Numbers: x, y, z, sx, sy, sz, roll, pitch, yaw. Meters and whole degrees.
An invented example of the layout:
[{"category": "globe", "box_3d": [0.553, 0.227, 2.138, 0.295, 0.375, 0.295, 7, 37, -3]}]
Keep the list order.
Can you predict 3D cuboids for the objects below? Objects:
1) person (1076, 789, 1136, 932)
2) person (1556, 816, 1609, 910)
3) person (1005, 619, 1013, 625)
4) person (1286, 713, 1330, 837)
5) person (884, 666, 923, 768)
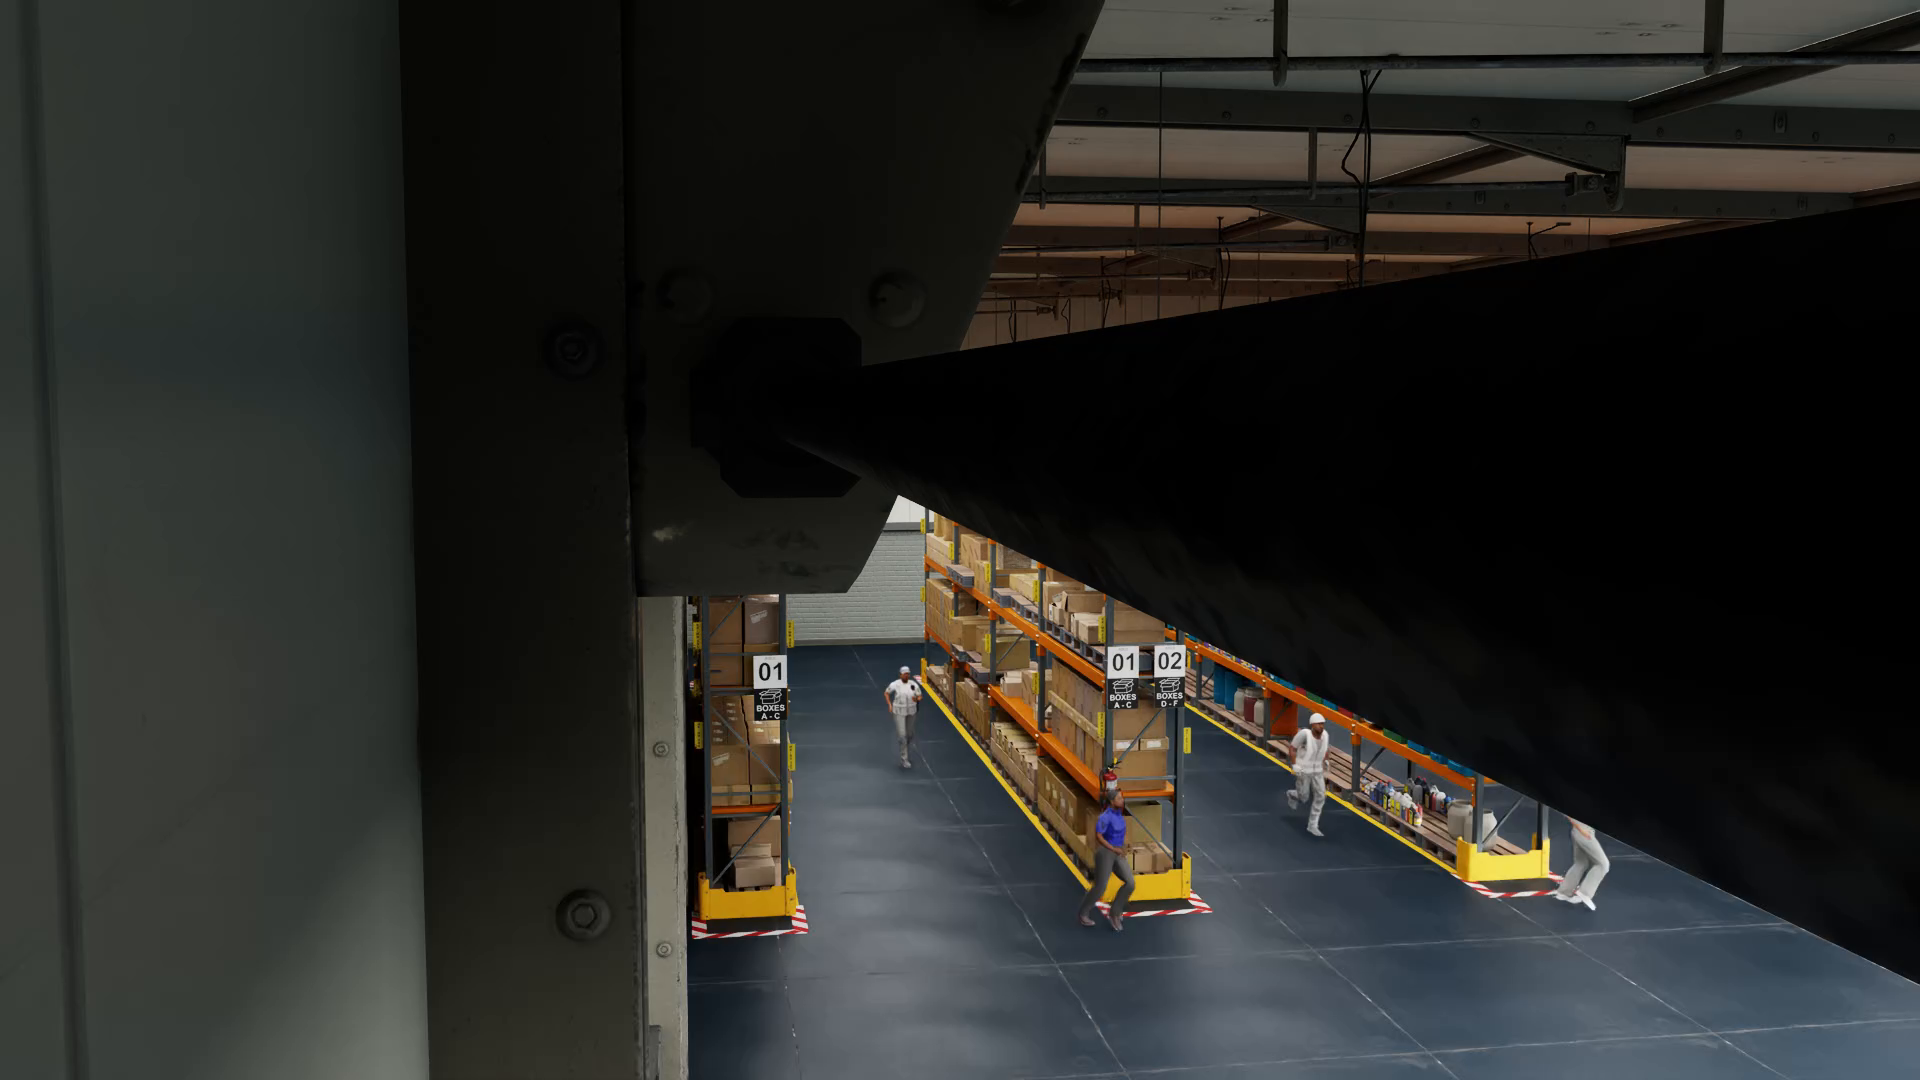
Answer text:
[{"category": "person", "box_3d": [1.792, 3.791, 19.793, 0.665, 1.659, 0.653, 4, 6, 38]}, {"category": "person", "box_3d": [7.711, 3.700, 20.481, 0.661, 1.687, 0.546, 1, 5, 13]}, {"category": "person", "box_3d": [1.094, 1.944, 37.497, 0.877, 1.703, 0.581, 4, 7, 40]}, {"category": "person", "box_3d": [5.066, 3.317, 24.132, 0.688, 1.672, 0.828, -2, 5, -19]}, {"category": "person", "box_3d": [-0.944, 2.982, 28.429, 0.601, 1.663, 0.936, -2, 5, -20]}]
